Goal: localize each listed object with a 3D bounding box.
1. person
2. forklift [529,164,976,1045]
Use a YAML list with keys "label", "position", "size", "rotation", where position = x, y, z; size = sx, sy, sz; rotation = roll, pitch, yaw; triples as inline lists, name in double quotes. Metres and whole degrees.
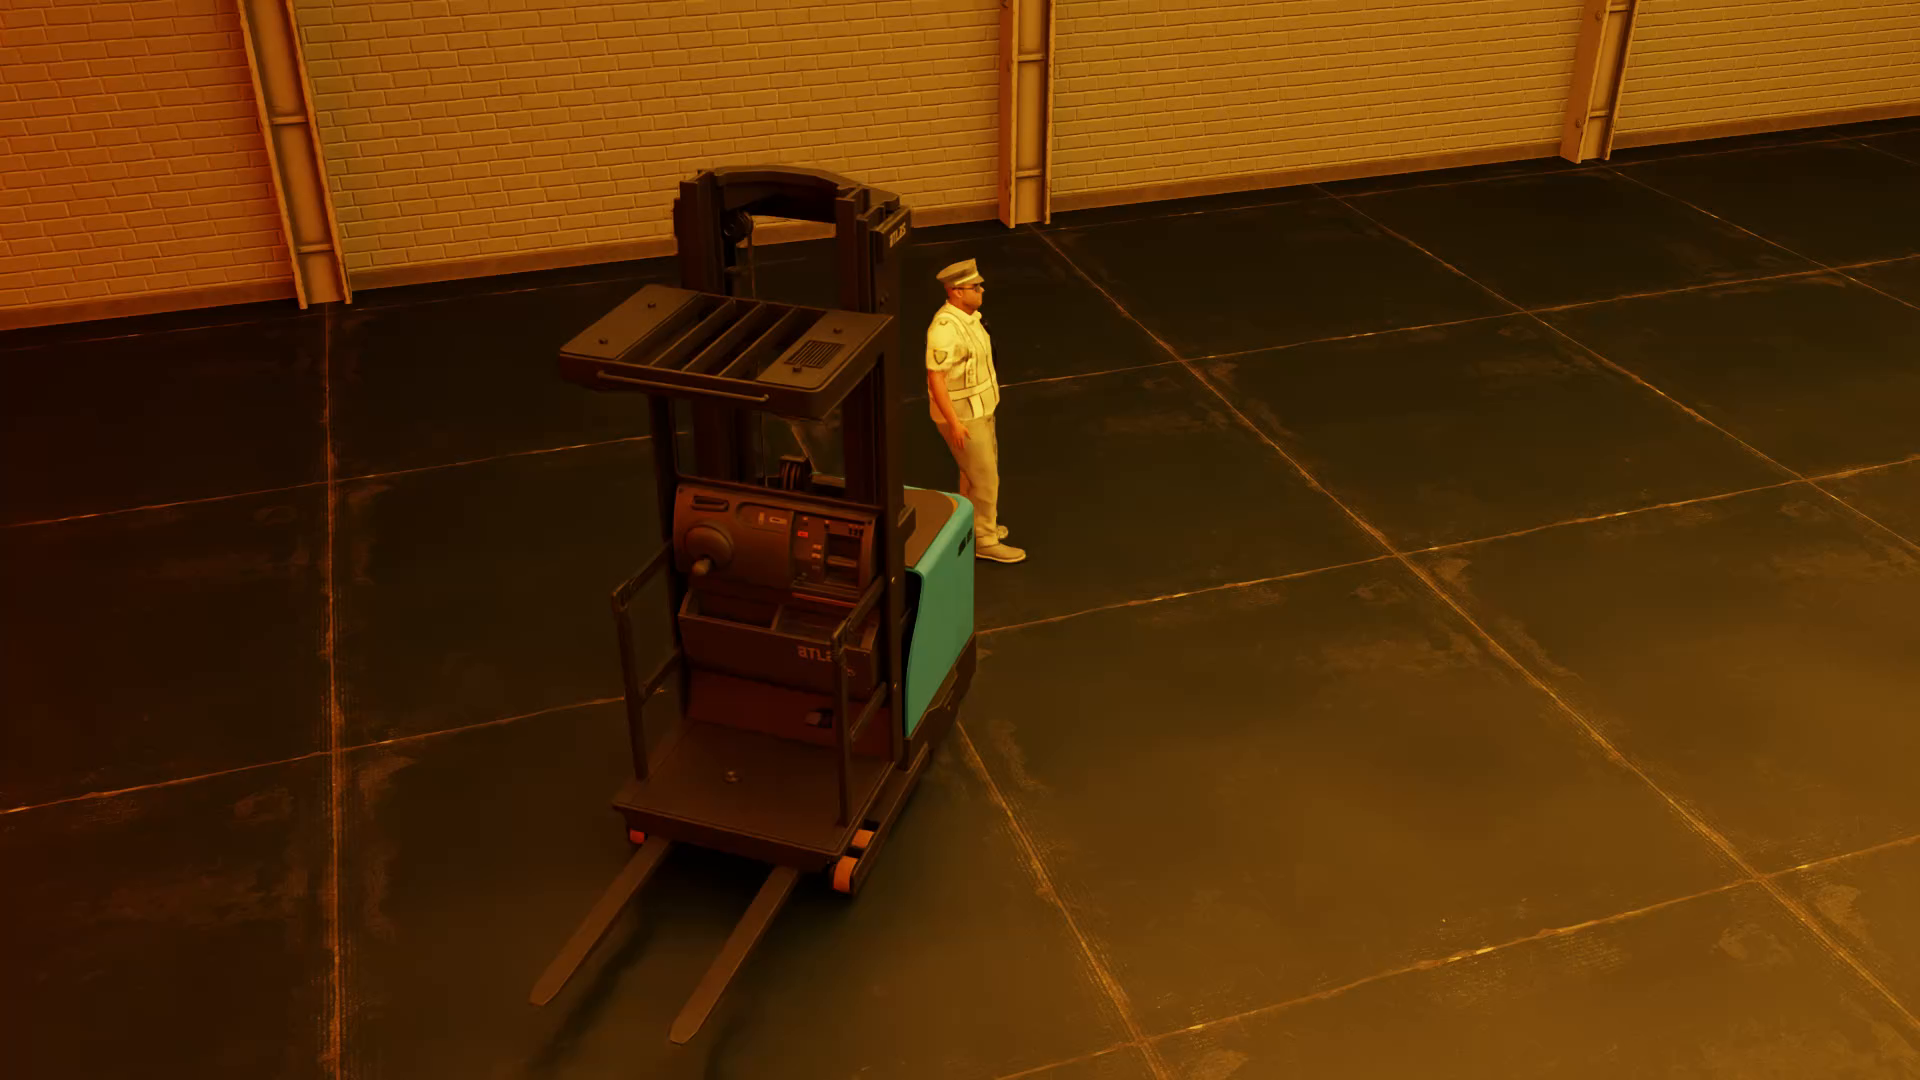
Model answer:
- label: "person"
  position: [0.131, -0.741, 9.547]
  size: [0.608, 1.763, 0.659]
  rotation: [9, 31, 14]
- label: "forklift"
  position: [-0.872, 0.058, 6.986]
  size: [1.130, 2.935, 3.031]
  rotation: [10, 31, 16]
